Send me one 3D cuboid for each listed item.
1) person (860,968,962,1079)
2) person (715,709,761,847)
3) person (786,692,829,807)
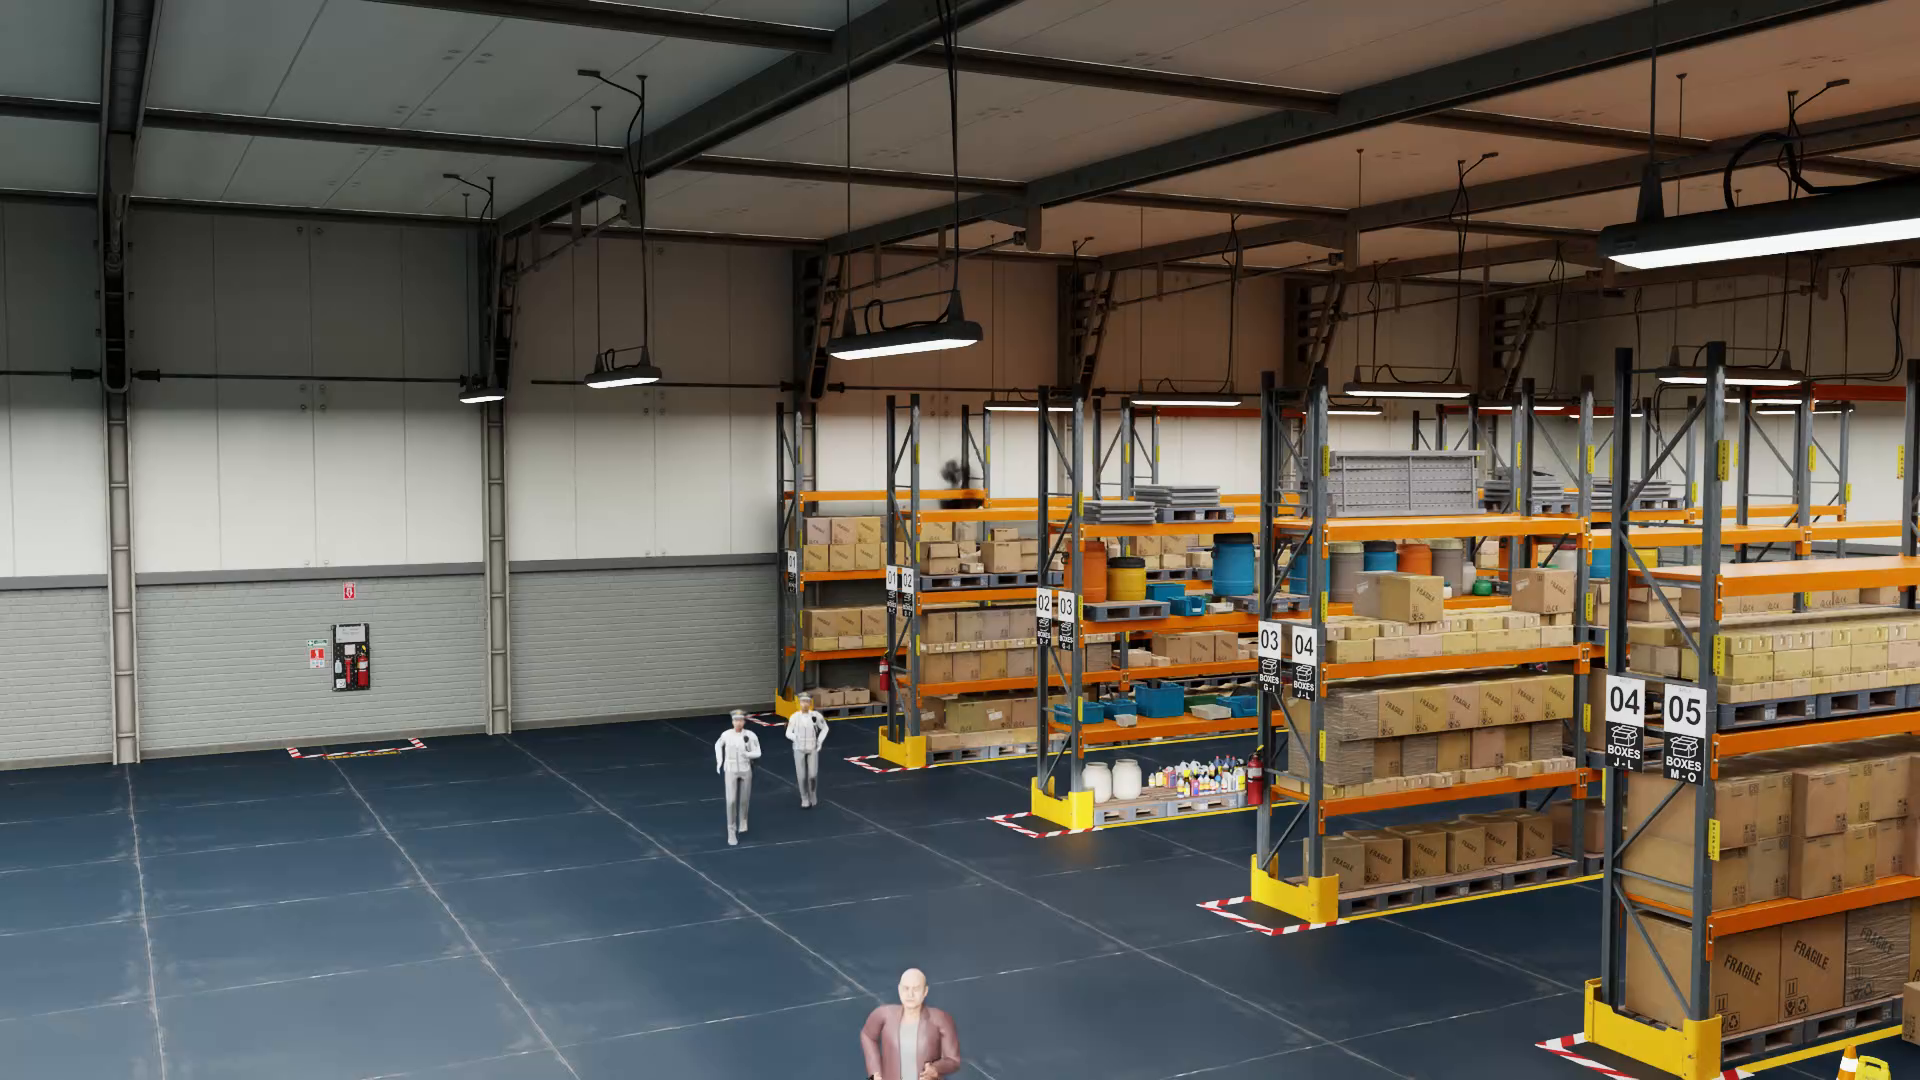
[{"bbox_3d":[-0.331,3.679,10.705,0.685,1.804,0.719,0,3,3],"label":"person"},{"bbox_3d":[-2.905,3.078,21.801,0.589,1.747,0.769,-1,3,-9],"label":"person"},{"bbox_3d":[-2.159,2.989,23.617,0.569,1.650,0.562,0,3,-2],"label":"person"}]
